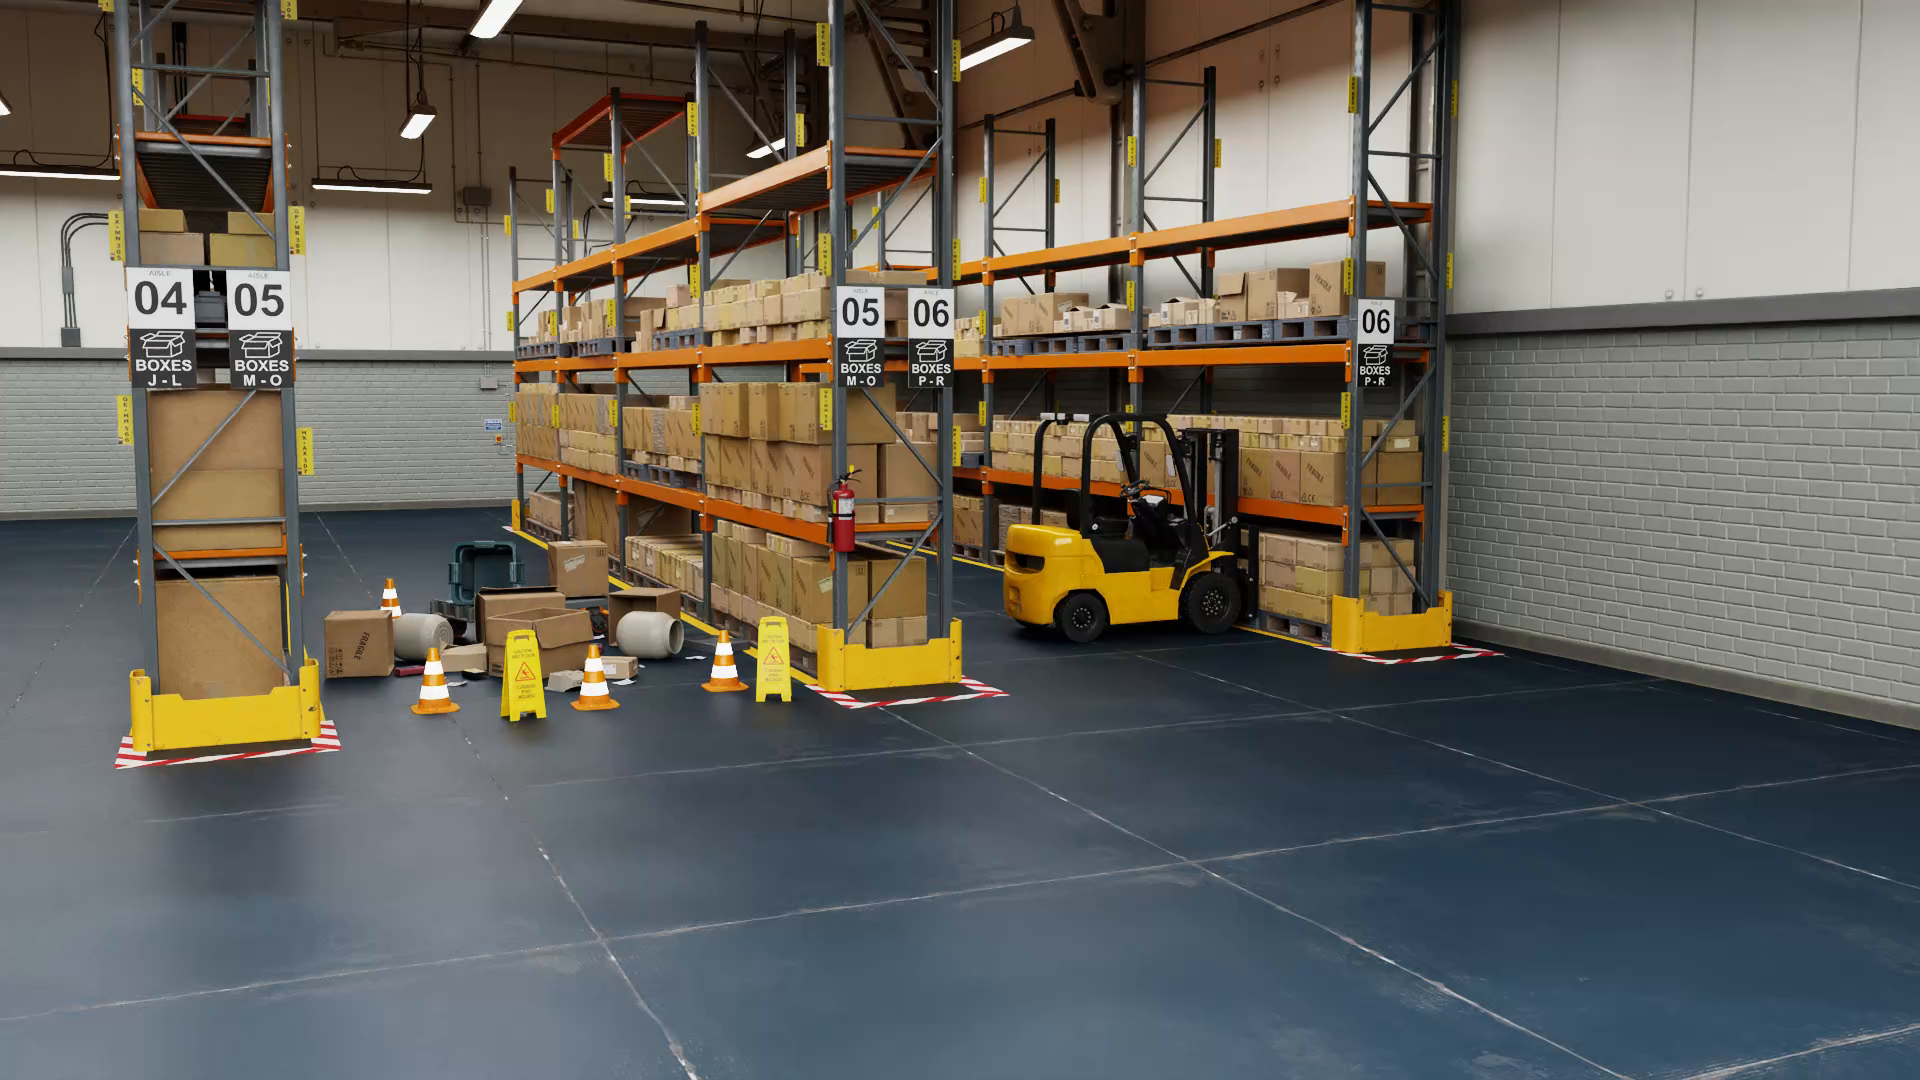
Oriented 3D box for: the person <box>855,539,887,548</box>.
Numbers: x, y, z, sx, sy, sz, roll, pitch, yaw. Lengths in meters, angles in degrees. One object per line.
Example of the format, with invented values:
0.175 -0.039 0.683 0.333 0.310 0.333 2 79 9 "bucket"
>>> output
-1.054 -0.145 18.214 0.494 1.762 0.564 -2 6 -24 "person"
